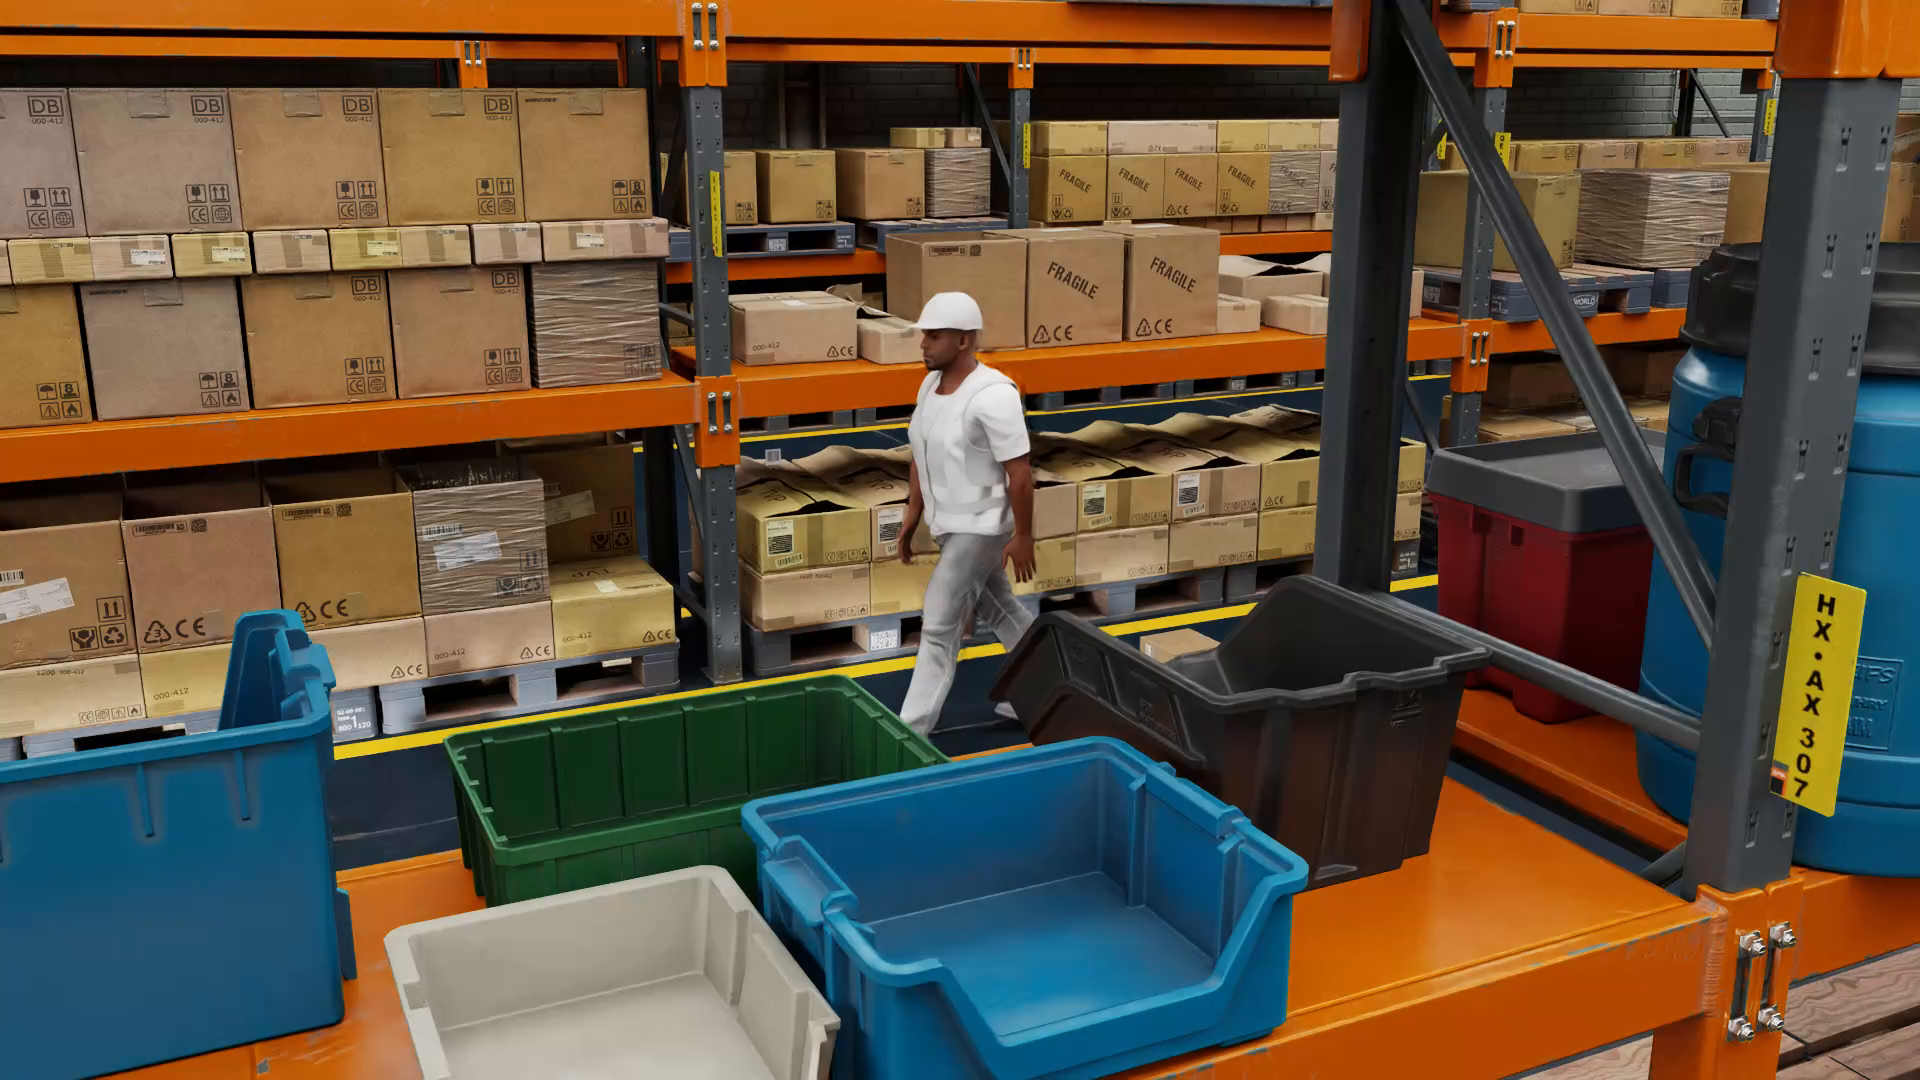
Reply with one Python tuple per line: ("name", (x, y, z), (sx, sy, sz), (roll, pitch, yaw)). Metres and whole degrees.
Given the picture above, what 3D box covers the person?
("person", (-0.017, -0.065, 6.209), (1.027, 1.712, 0.577), (-8, 17, -26))
